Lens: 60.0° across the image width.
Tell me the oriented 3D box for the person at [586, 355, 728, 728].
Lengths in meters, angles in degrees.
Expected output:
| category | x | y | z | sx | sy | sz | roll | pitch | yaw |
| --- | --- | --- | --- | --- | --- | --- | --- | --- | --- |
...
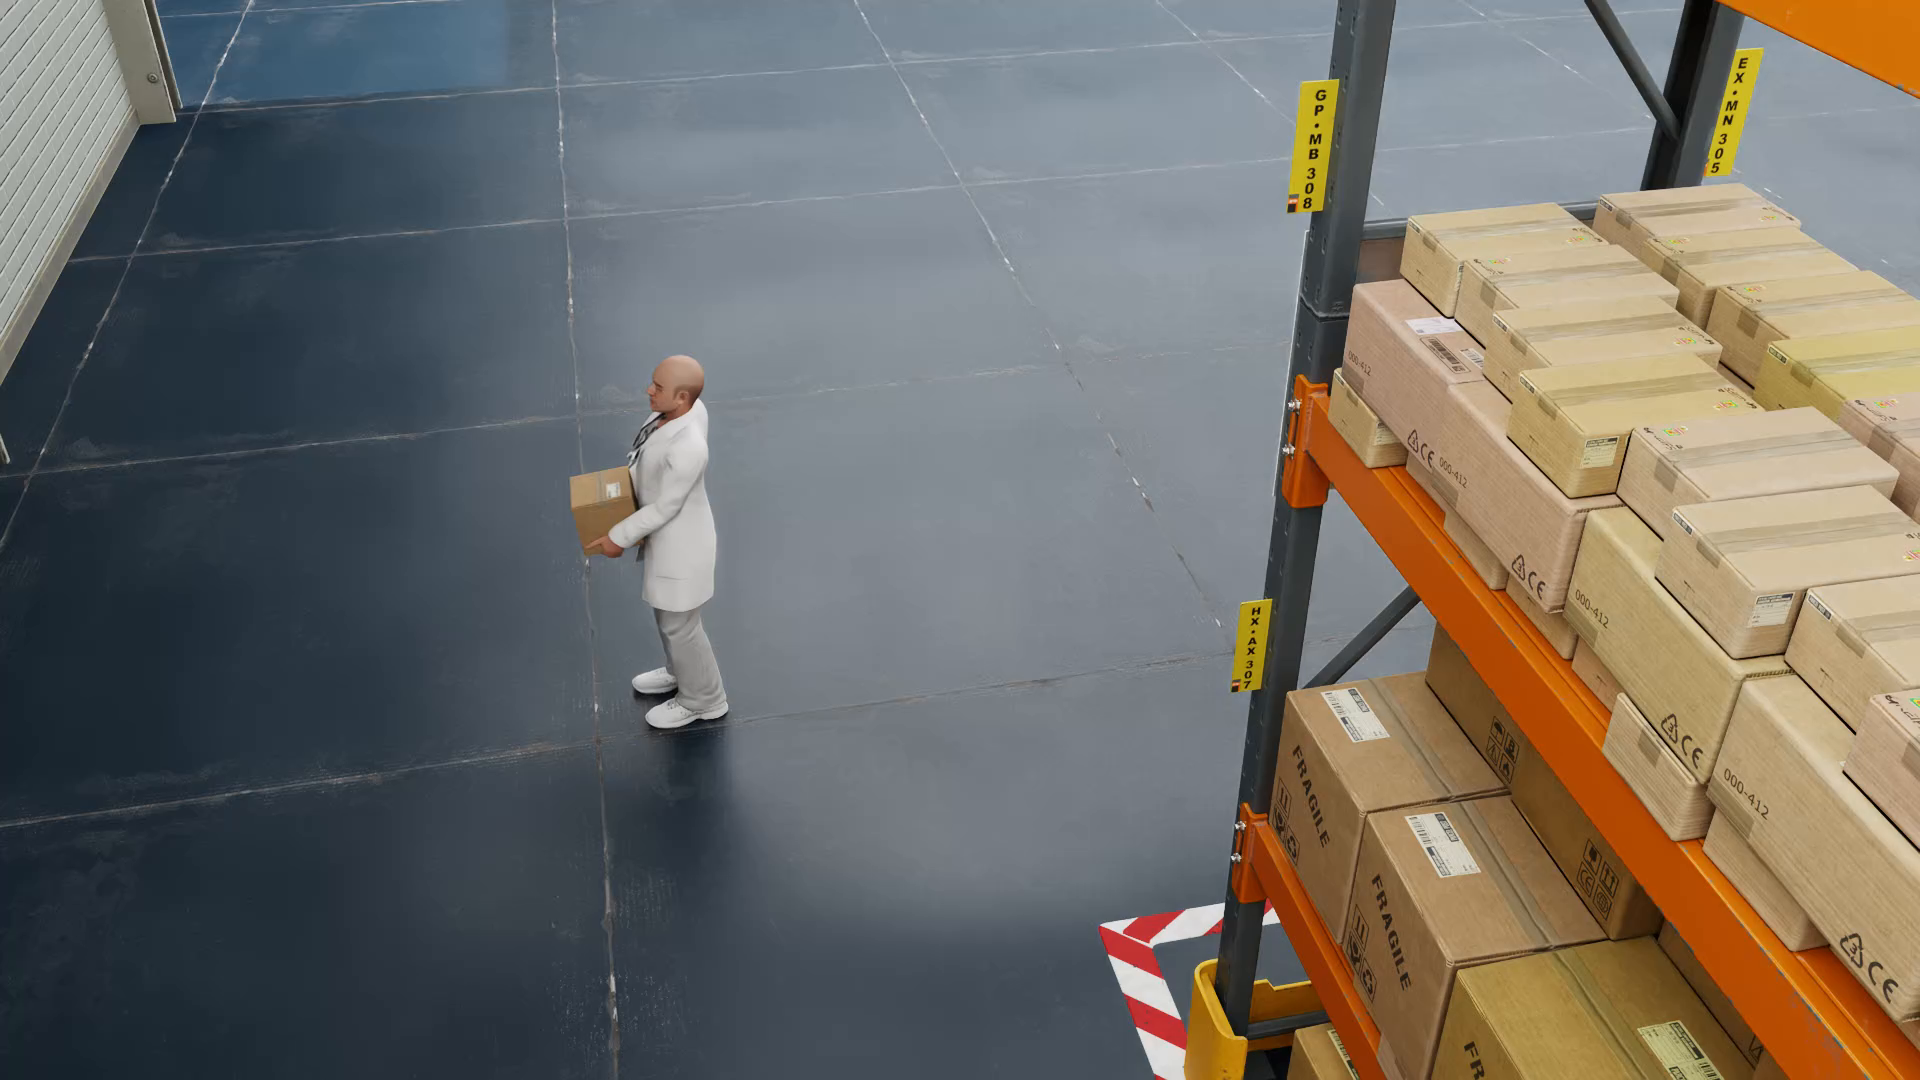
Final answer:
| category | x | y | z | sx | sy | sz | roll | pitch | yaw |
| --- | --- | --- | --- | --- | --- | --- | --- | --- | --- |
| person | -1.311 | 0.015 | 7.139 | 0.563 | 1.769 | 0.527 | -7 | 35 | -10 |
